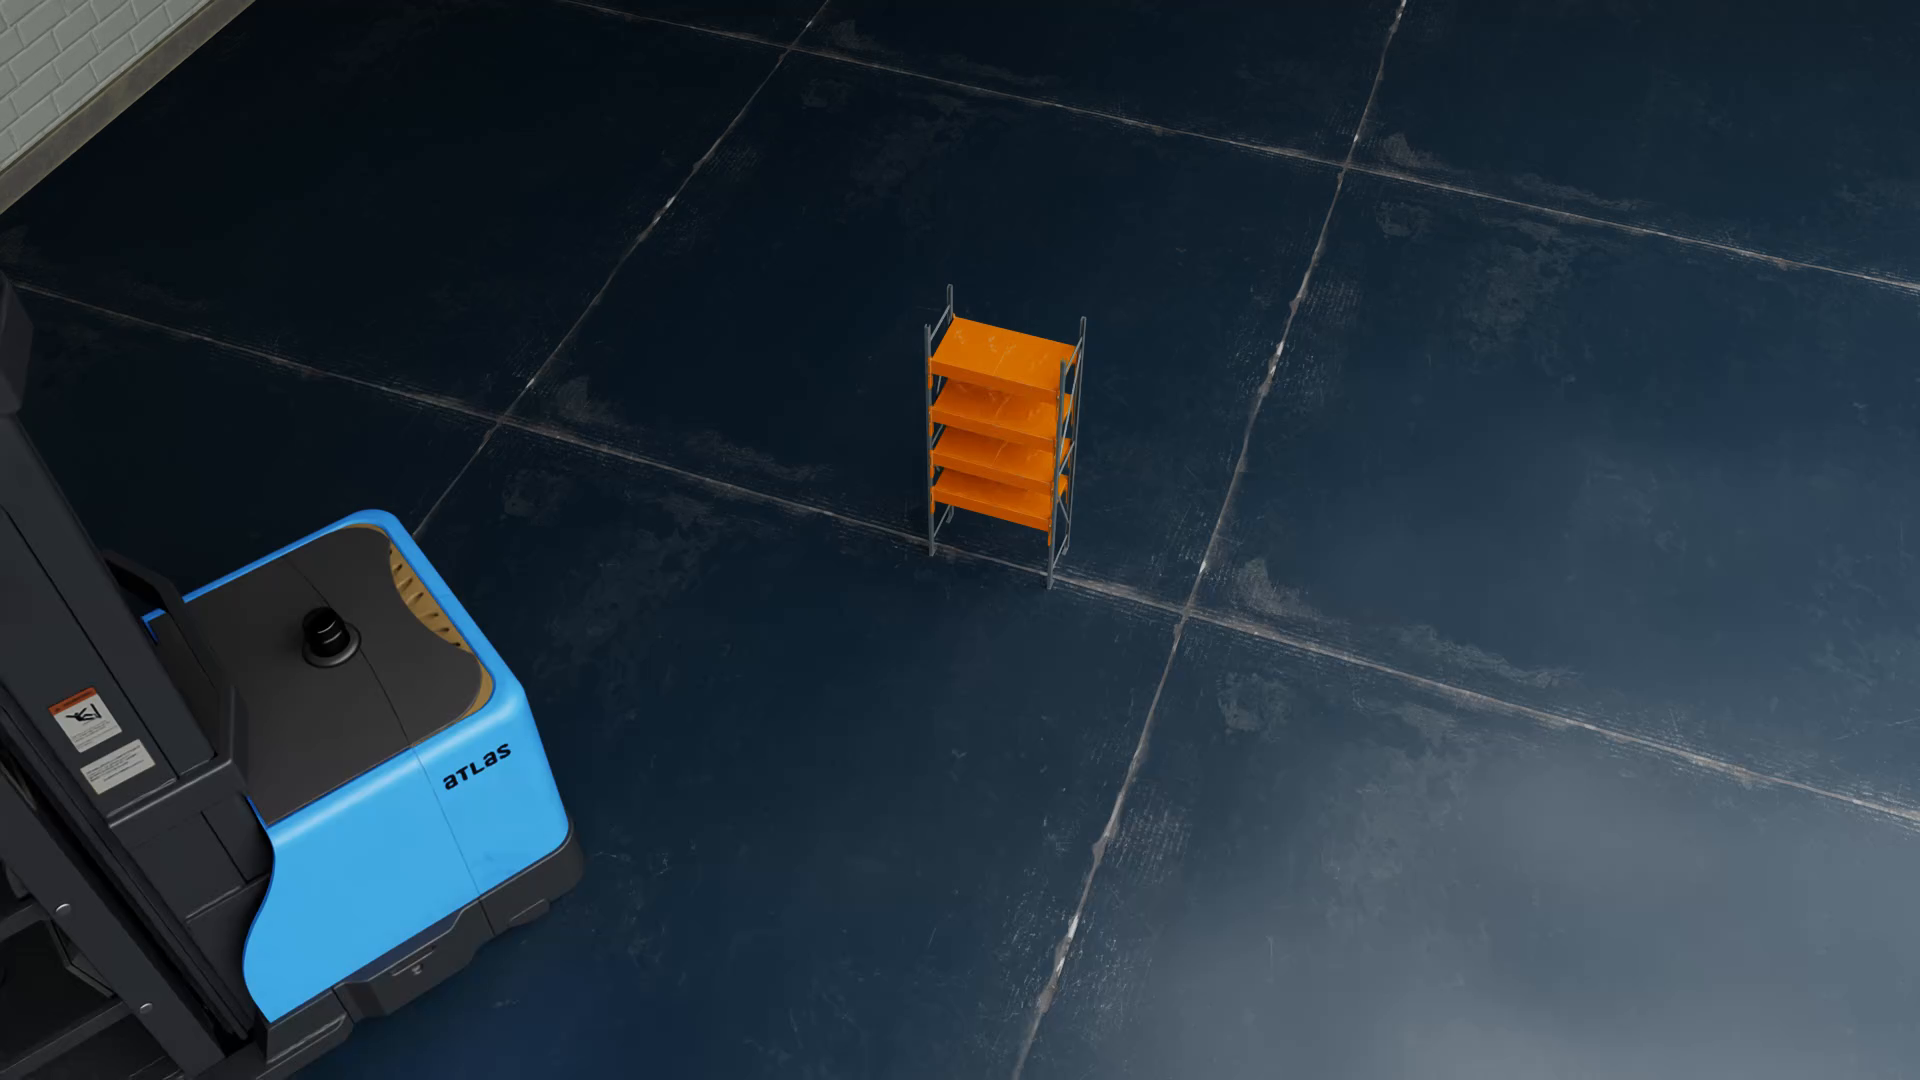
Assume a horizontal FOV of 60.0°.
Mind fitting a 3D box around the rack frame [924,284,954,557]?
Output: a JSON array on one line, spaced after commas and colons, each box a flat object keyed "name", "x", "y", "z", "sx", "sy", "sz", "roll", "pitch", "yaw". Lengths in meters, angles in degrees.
[{"name": "rack frame", "x": -0.074, "y": -0.414, "z": 6.181, "sx": 0.015, "sy": 1.200, "sz": 0.240, "roll": 16, "pitch": 51, "yaw": 13}]

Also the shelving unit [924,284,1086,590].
[{"name": "shelving unit", "x": 0.155, "y": -0.350, "z": 6.126, "sx": 0.503, "sy": 1.200, "sz": 0.258, "roll": 16, "pitch": 51, "yaw": 13}]

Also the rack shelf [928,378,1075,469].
[{"name": "rack shelf", "x": 0.155, "y": -0.452, "z": 6.007, "sx": 0.480, "sy": 0.148, "sz": 0.258, "roll": 16, "pitch": 51, "yaw": 13}]

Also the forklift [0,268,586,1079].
[{"name": "forklift", "x": -2.729, "y": 0.590, "z": 4.165, "sx": 3.031, "sy": 2.935, "sz": 1.130, "roll": -30, "pitch": 56, "yaw": -24}]

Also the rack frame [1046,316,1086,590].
[{"name": "rack frame", "x": 0.384, "y": -0.286, "z": 6.070, "sx": 0.015, "sy": 1.200, "sz": 0.240, "roll": 16, "pitch": 51, "yaw": 13}]

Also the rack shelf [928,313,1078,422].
[{"name": "rack shelf", "x": 0.155, "y": -0.607, "z": 5.829, "sx": 0.480, "sy": 0.148, "sz": 0.258, "roll": 16, "pitch": 51, "yaw": 13}]

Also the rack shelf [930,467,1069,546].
[{"name": "rack shelf", "x": 0.155, "y": -0.176, "z": 6.326, "sx": 0.480, "sy": 0.148, "sz": 0.258, "roll": 16, "pitch": 51, "yaw": 13}]

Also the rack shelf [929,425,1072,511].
[{"name": "rack shelf", "x": 0.155, "y": -0.306, "z": 6.176, "sx": 0.480, "sy": 0.148, "sz": 0.258, "roll": 16, "pitch": 51, "yaw": 13}]
